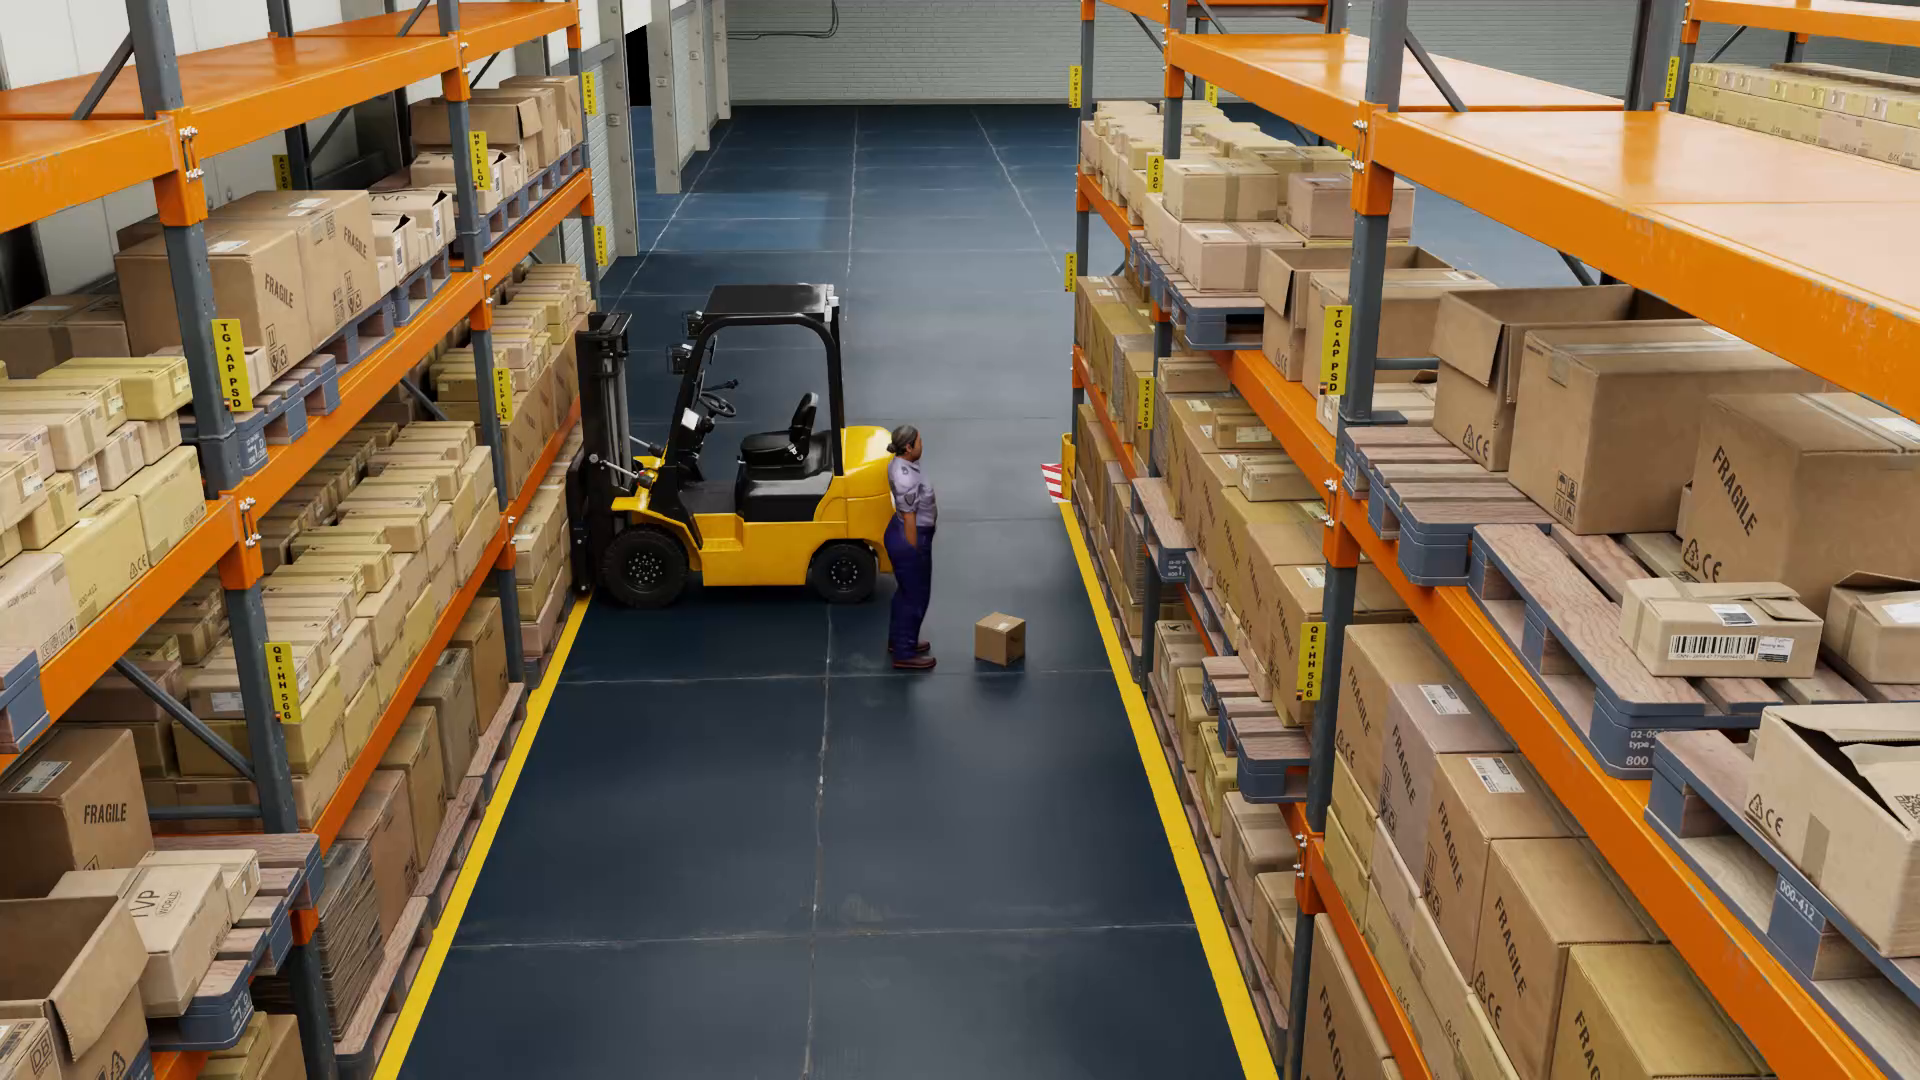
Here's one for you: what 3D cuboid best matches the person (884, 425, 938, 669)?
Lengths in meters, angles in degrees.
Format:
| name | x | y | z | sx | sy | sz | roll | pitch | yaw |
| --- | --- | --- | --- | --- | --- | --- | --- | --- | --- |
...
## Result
| name | x | y | z | sx | sy | sz | roll | pitch | yaw |
| --- | --- | --- | --- | --- | --- | --- | --- | --- | --- |
| person | -0.321 | 0.026 | 11.040 | 0.329 | 1.645 | 0.467 | -3 | 21 | -9 |
